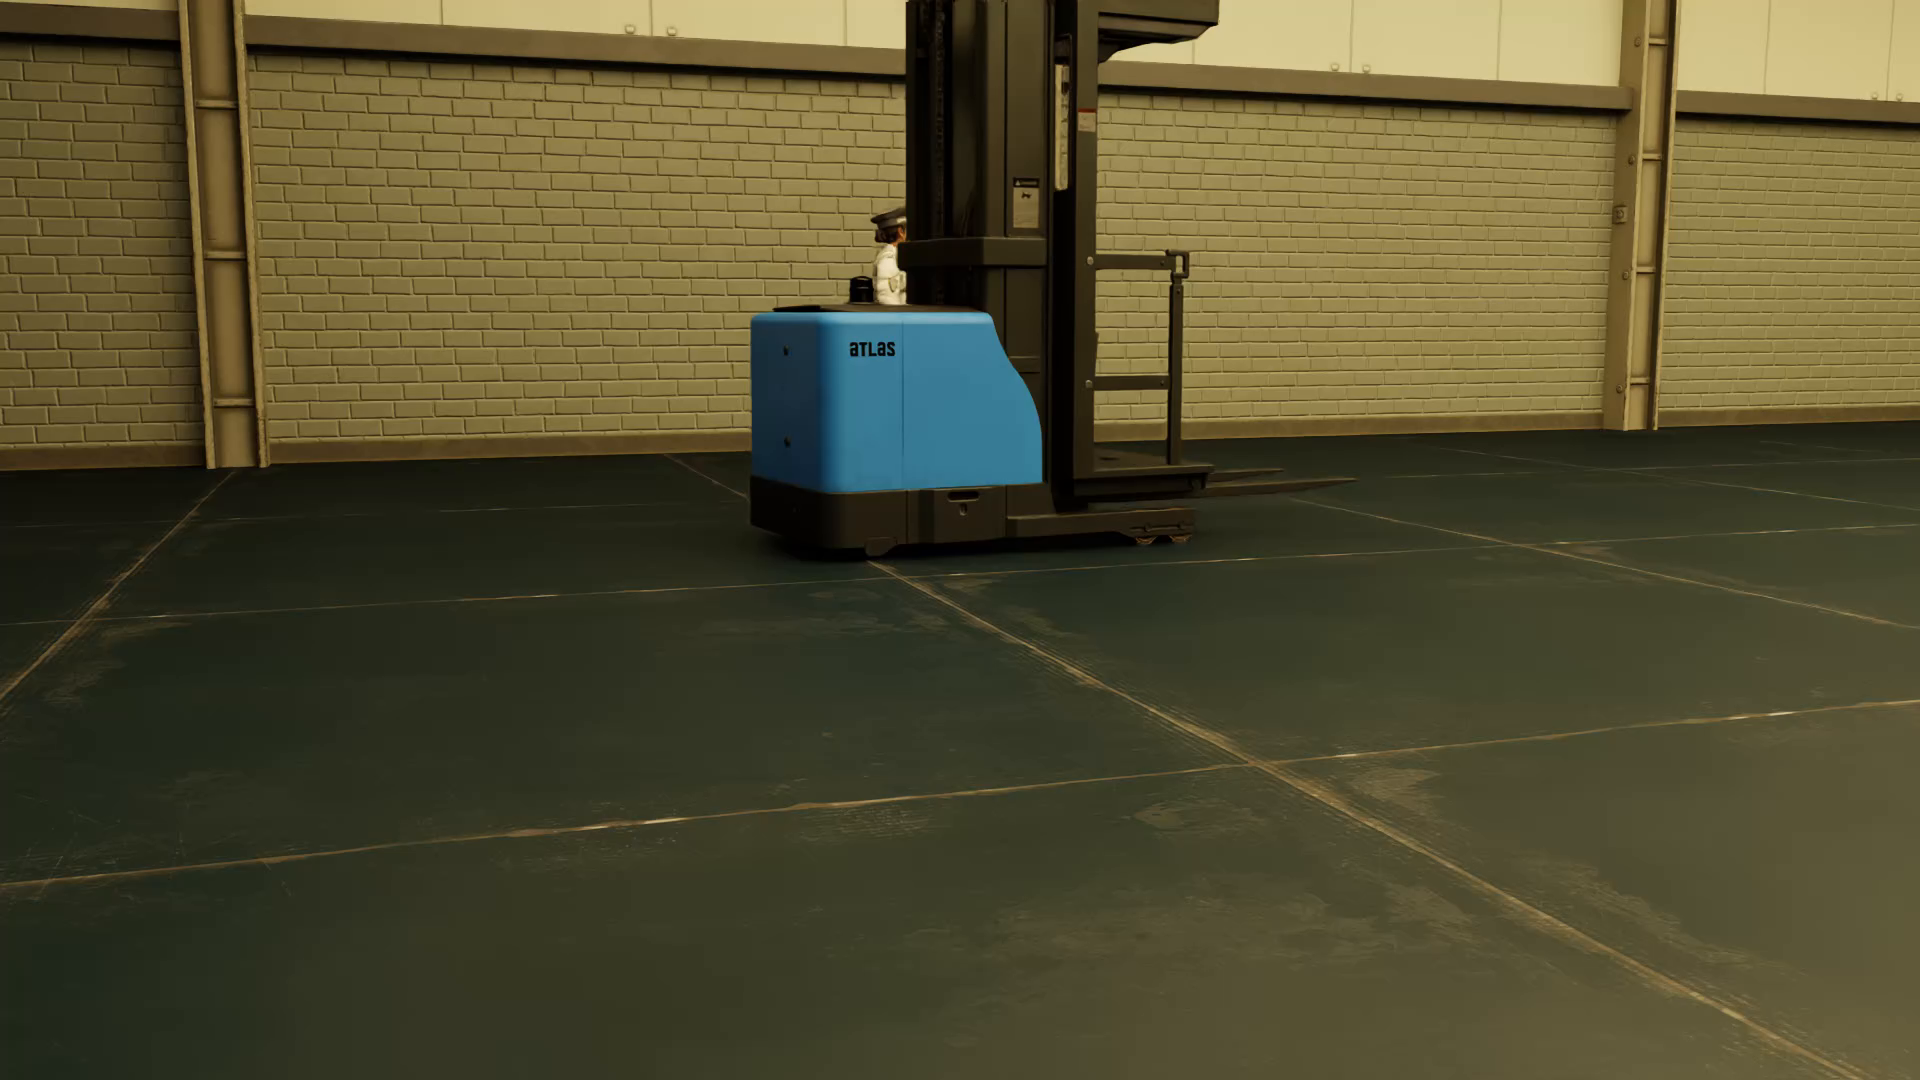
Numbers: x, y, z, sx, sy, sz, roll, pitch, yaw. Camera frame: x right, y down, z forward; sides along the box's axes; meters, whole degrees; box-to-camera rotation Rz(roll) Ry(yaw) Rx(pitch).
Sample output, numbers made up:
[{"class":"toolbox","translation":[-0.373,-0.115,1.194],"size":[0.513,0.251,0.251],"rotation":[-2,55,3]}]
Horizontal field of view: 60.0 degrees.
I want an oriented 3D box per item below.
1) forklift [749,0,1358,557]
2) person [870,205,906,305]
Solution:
[{"class":"forklift","translation":[0.550,-1.492,8.019],"size":[3.031,2.935,1.130],"rotation":[-4,9,-26]},{"class":"person","translation":[-0.307,-1.039,9.337],"size":[0.403,1.681,0.624],"rotation":[-1,8,-6]}]
